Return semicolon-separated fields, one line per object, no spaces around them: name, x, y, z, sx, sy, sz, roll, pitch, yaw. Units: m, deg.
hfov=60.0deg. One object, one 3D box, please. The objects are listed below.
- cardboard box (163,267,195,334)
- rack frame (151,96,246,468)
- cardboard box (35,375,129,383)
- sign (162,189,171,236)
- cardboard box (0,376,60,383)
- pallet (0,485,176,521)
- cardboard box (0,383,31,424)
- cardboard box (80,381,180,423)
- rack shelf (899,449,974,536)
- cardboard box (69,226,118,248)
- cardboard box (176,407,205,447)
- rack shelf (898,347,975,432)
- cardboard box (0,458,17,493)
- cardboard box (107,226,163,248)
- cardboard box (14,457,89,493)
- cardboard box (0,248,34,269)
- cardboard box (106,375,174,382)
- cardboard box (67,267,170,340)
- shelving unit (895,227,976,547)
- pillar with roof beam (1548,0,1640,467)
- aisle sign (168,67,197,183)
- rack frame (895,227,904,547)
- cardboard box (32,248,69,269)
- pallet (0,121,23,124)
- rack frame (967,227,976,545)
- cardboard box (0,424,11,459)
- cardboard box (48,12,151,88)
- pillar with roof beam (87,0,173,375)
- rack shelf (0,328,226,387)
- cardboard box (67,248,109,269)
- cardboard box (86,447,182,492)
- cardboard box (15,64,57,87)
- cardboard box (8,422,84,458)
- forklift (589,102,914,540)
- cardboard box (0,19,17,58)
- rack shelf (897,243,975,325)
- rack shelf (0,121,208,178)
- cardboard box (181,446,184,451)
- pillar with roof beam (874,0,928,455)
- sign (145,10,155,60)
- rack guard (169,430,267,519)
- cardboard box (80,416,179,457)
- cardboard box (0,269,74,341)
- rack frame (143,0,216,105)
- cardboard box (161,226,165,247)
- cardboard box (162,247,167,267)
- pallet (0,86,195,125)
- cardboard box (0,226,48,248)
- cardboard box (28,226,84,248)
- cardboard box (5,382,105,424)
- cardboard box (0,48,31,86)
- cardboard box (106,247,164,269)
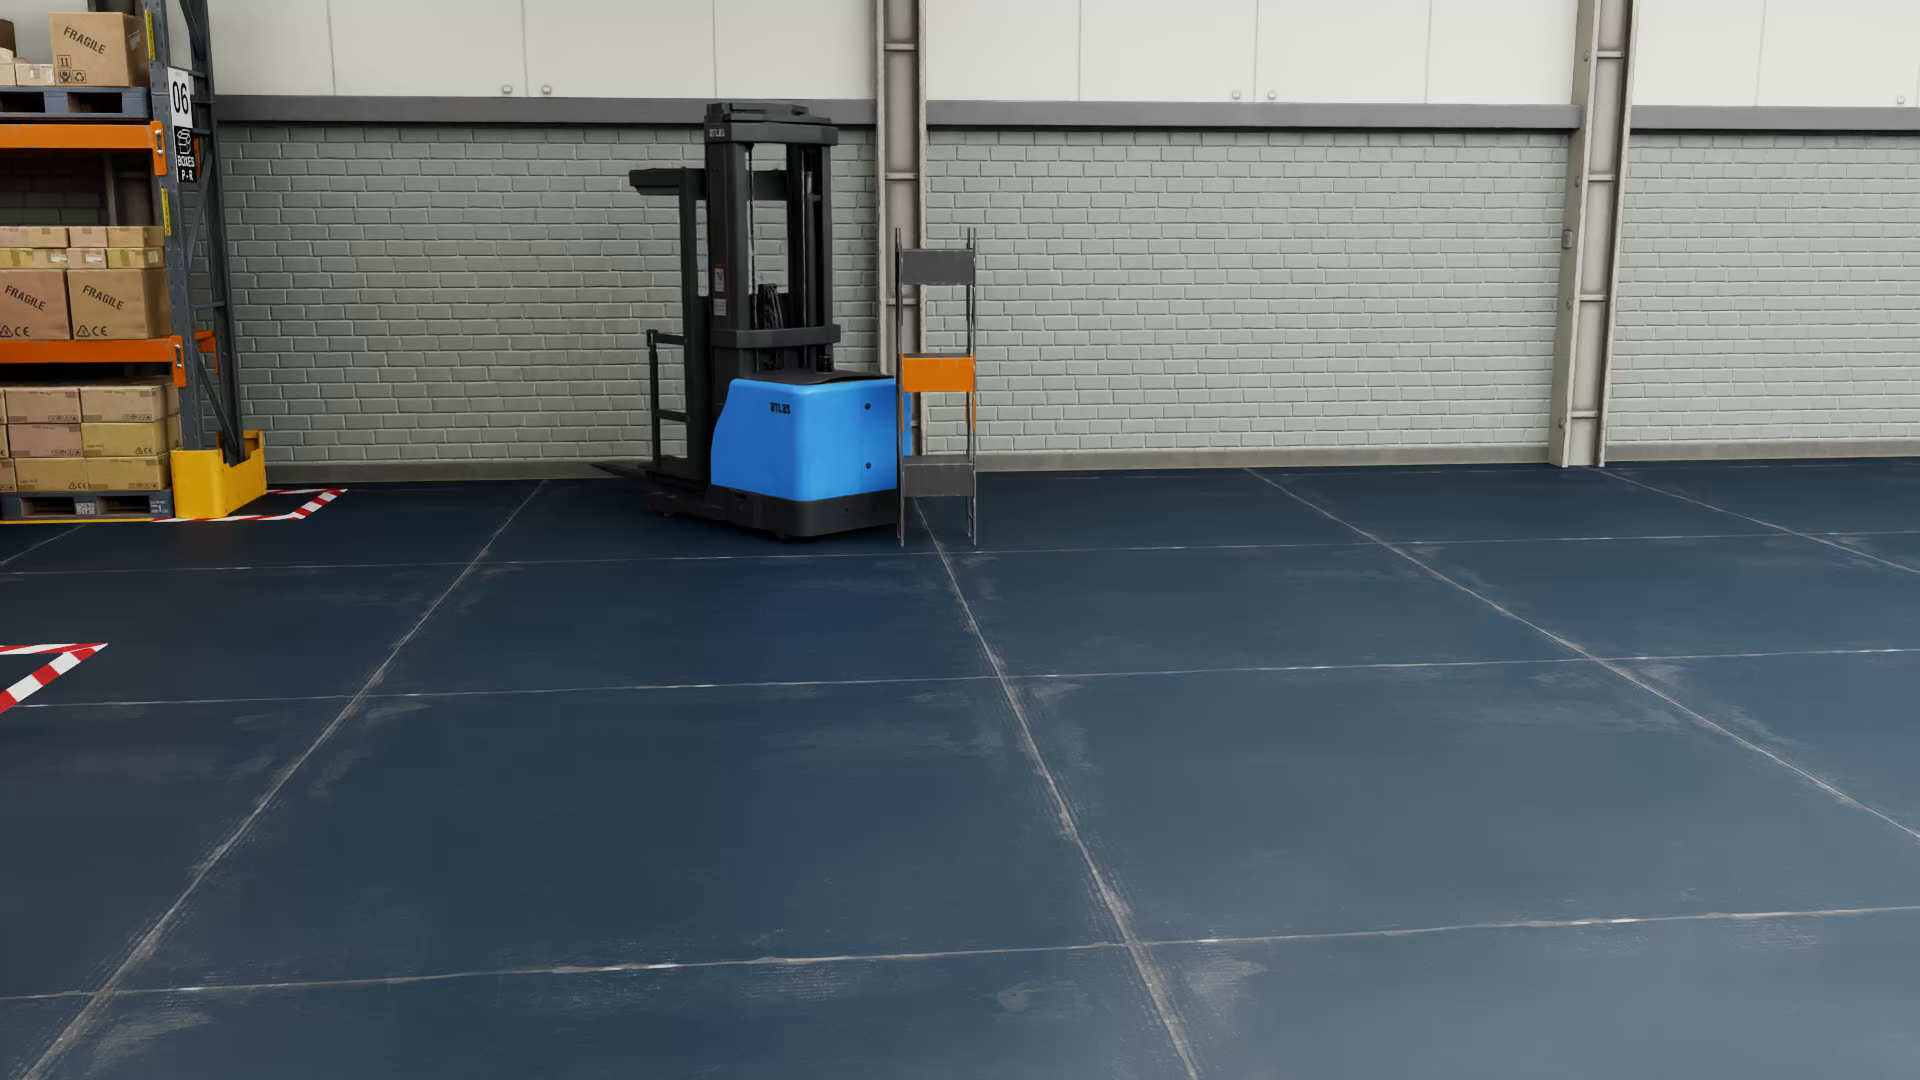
cardboard box;-6.185;-1.831;12.646;0.500;0.500;0.500;-1;11;-4
rack frame;-5.663;-1.739;12.438;0.127;3.000;1.000;-1;11;-6
cardboard box;-6.657;-1.102;12.643;0.500;0.250;0.500;-1;11;-6
sign;-5.618;-2.319;11.772;0.005;0.325;0.100;-1;11;-6
cardboard box;-7.156;-1.093;12.601;0.500;0.250;0.500;-1;11;-6
pallet;-6.418;-0.347;12.585;1.213;0.211;1.003;-1;11;-6
cardboard box;-7.094;-0.993;12.090;0.500;0.250;0.500;-1;11;-5
cardboard box;-6.087;-1.017;12.213;0.500;0.250;0.500;-1;11;-4
rack shelf;-0.165;-0.327;11.286;0.480;0.518;0.431;-1;11;-6
cardboard box;-6.238;-2.193;12.037;0.250;0.149;0.380;-1;11;-6
cardboard box;-6.153;-0.871;12.767;0.500;0.250;0.500;-1;11;-5
rack shelf;-0.165;-1.013;11.151;0.480;0.518;0.431;-1;11;-6
cardboard box;-7.089;-0.508;12.217;0.500;0.250;0.500;-1;11;-5
cardboard box;-5.996;-2.204;12.093;0.250;0.149;0.380;-1;11;-6
cardboard box;-6.591;-0.517;12.261;0.500;0.250;0.500;-1;11;-6
cardboard box;-6.740;-2.038;12.016;0.250;0.149;0.380;-1;11;-6
cardboard box;-6.161;-1.113;12.700;0.500;0.250;0.500;-1;11;-7
cardboard box;-6.124;-1.727;12.120;0.500;0.500;0.500;-1;11;-7
shelving unit;-0.165;-1.027;11.148;0.503;2.100;0.431;-1;11;-6
pillar with roof beam;5.942;-4.265;9.737;0.400;9.000;9.100;-1;11;-6
aisle sign;-5.566;-2.960;11.907;0.004;0.787;0.394;-1;11;-6
rack frame;-0.407;-1.022;11.122;0.015;2.100;0.400;-1;11;-6
cardboard box;-6.493;-2.041;12.032;0.250;0.149;0.380;-1;11;-5
pallet;-7.584;-3.132;11.975;1.213;0.211;1.003;-1;11;-6
rack frame;0.078;-1.032;11.174;0.015;2.100;0.400;-1;11;-6
cardboard box;-7.124;-0.748;12.140;0.500;0.250;0.500;-1;11;-7
cardboard box;-6.076;-3.459;11.804;0.500;0.500;0.500;-1;11;-4
pillar with roof beam;-5.987;-4.015;8.465;0.400;9.000;9.100;-1;11;-6
rack shelf;-7.651;-1.344;12.295;4.000;0.370;1.077;-1;11;-6
cardboard box;-6.228;-2.034;11.999;0.250;0.149;0.380;-1;11;-5
cardboard box;-6.096;-0.526;12.304;0.500;0.250;0.500;-1;11;-6
cardboard box;-6.454;-3.267;11.738;0.250;0.149;0.380;-2;11;-8
cardboard box;-6.613;-0.763;12.215;0.500;0.250;0.500;-1;11;-7
forklift;-1.697;-1.662;12.223;1.130;2.935;3.031;-10;15;-42
cardboard box;-7.106;-3.457;11.793;0.500;0.500;0.700;-1;11;-6
rack shelf;-0.165;-1.700;11.016;0.480;0.518;0.431;-1;11;-6
rack shelf;-7.651;-2.816;12.006;4.000;0.370;1.077;-1;11;-6
cardboard box;-6.172;-0.623;12.801;0.500;0.250;0.500;-1;11;-6
pillar with roof beam;-0.022;-4.140;9.101;0.400;9.000;9.100;-1;11;-6
sign;-5.618;-3.502;11.540;0.005;0.325;0.100;-1;11;-6
rack guard;-5.639;-0.513;12.681;0.348;0.500;1.175;-1;11;-6
cardboard box;-6.113;-0.771;12.258;0.500;0.250;0.500;-1;11;-7
cardboard box;-6.640;-1.718;12.074;0.500;0.500;0.500;-1;11;-4
rack frame;-5.663;-4.683;11.859;0.127;3.000;1.000;-1;11;-6
cardboard box;-6.020;-2.286;12.510;0.250;0.149;0.380;-1;11;-7
cardboard box;-6.028;-2.149;12.583;0.250;0.149;0.380;-1;11;-8
pallet;-6.368;-3.158;12.107;1.213;0.211;1.003;-1;11;-6
cardboard box;-6.751;-2.192;12.029;0.250;0.149;0.380;-1;11;-6
cardboard box;-6.495;-2.183;11.983;0.250;0.149;0.380;-1;11;-5
cardboard box;-6.594;-1.005;12.153;0.500;0.250;0.500;-1;11;-5
cardboard box;-6.706;-3.319;11.700;0.258;0.266;0.396;-1;11;-6
cardboard box;-5.977;-2.045;12.055;0.250;0.149;0.380;-1;11;-5
